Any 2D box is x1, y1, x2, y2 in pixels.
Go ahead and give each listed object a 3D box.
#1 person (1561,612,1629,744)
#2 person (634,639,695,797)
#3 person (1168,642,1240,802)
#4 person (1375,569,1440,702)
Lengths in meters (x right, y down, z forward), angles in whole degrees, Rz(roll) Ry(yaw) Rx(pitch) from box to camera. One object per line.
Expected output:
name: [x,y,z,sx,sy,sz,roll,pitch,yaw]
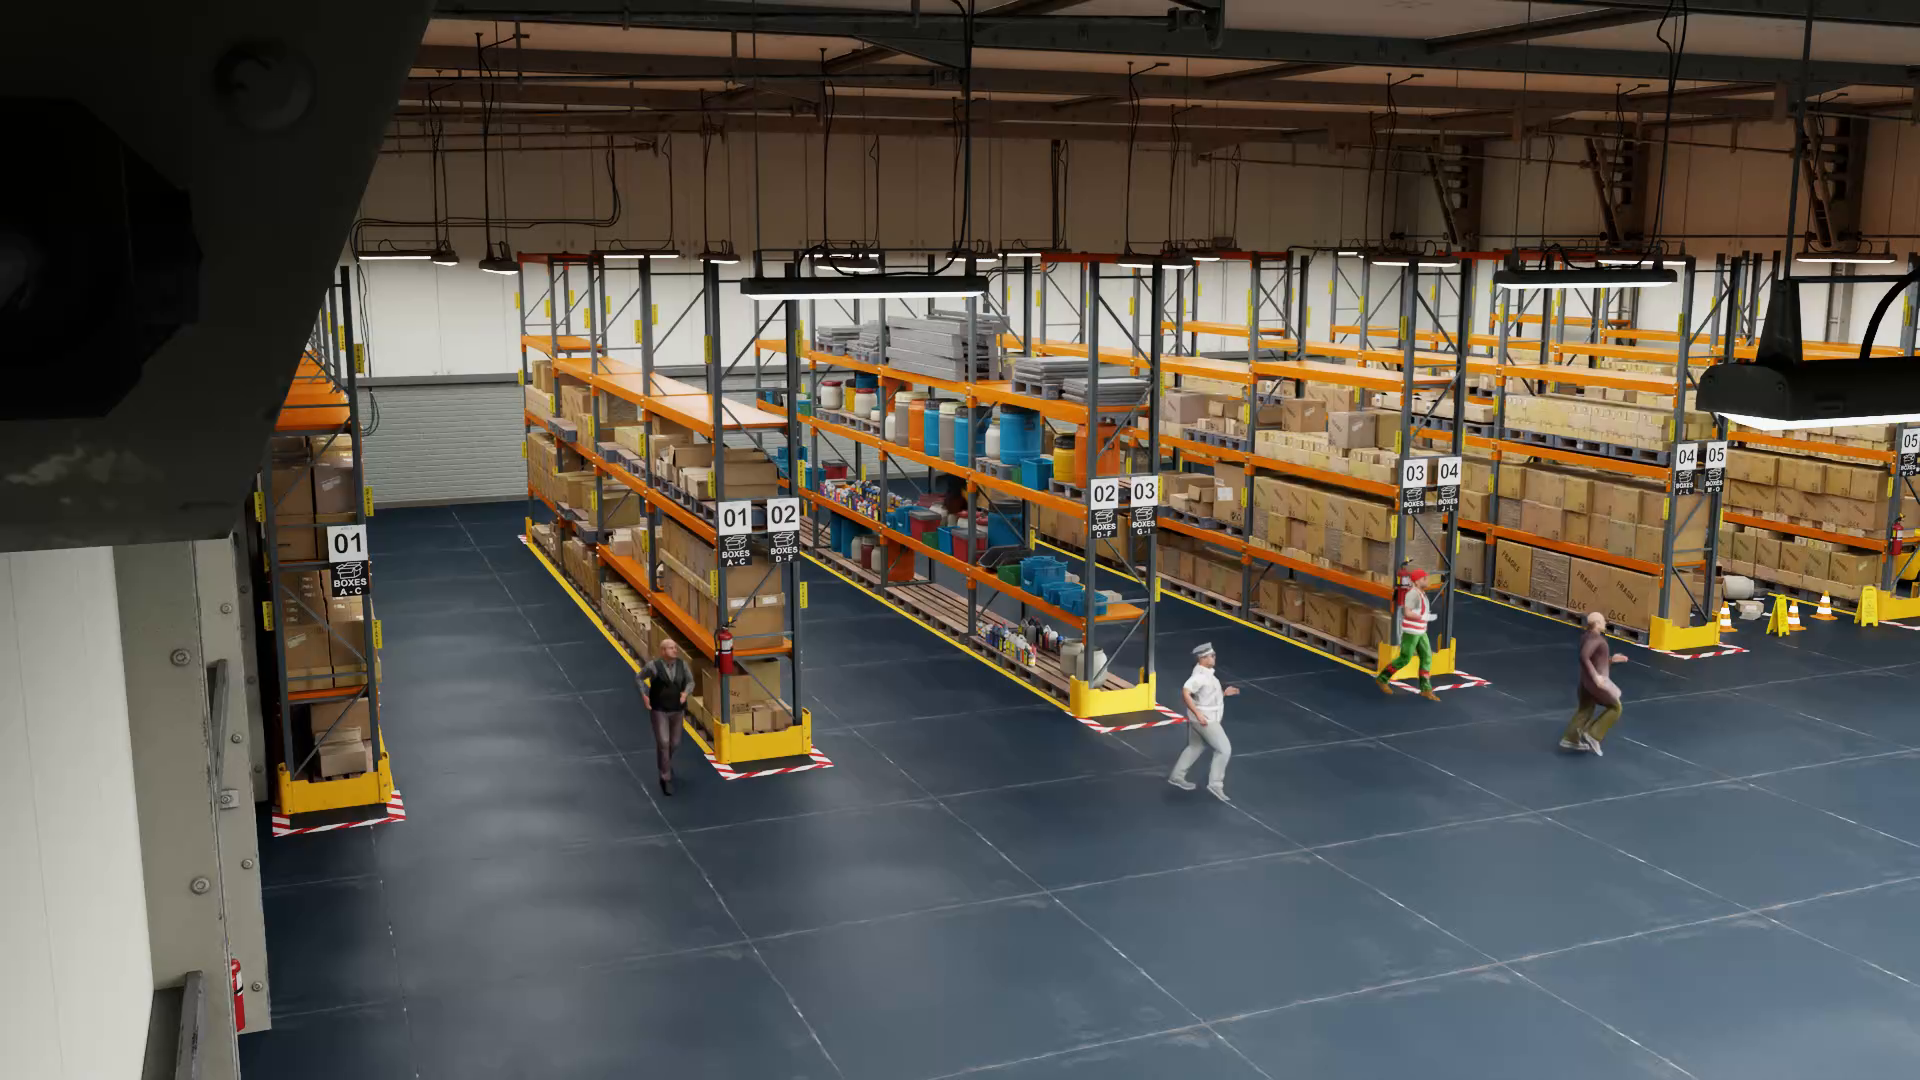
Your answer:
person: [7.837,1.715,20.455,0.741,1.676,0.675,0,10,1]
person: [-3.375,2.003,19.339,0.672,1.718,0.922,-6,12,-29]
person: [2.776,2.069,18.884,0.782,1.848,0.635,0,10,1]
person: [6.262,1.286,22.968,0.913,1.790,0.674,7,12,33]
